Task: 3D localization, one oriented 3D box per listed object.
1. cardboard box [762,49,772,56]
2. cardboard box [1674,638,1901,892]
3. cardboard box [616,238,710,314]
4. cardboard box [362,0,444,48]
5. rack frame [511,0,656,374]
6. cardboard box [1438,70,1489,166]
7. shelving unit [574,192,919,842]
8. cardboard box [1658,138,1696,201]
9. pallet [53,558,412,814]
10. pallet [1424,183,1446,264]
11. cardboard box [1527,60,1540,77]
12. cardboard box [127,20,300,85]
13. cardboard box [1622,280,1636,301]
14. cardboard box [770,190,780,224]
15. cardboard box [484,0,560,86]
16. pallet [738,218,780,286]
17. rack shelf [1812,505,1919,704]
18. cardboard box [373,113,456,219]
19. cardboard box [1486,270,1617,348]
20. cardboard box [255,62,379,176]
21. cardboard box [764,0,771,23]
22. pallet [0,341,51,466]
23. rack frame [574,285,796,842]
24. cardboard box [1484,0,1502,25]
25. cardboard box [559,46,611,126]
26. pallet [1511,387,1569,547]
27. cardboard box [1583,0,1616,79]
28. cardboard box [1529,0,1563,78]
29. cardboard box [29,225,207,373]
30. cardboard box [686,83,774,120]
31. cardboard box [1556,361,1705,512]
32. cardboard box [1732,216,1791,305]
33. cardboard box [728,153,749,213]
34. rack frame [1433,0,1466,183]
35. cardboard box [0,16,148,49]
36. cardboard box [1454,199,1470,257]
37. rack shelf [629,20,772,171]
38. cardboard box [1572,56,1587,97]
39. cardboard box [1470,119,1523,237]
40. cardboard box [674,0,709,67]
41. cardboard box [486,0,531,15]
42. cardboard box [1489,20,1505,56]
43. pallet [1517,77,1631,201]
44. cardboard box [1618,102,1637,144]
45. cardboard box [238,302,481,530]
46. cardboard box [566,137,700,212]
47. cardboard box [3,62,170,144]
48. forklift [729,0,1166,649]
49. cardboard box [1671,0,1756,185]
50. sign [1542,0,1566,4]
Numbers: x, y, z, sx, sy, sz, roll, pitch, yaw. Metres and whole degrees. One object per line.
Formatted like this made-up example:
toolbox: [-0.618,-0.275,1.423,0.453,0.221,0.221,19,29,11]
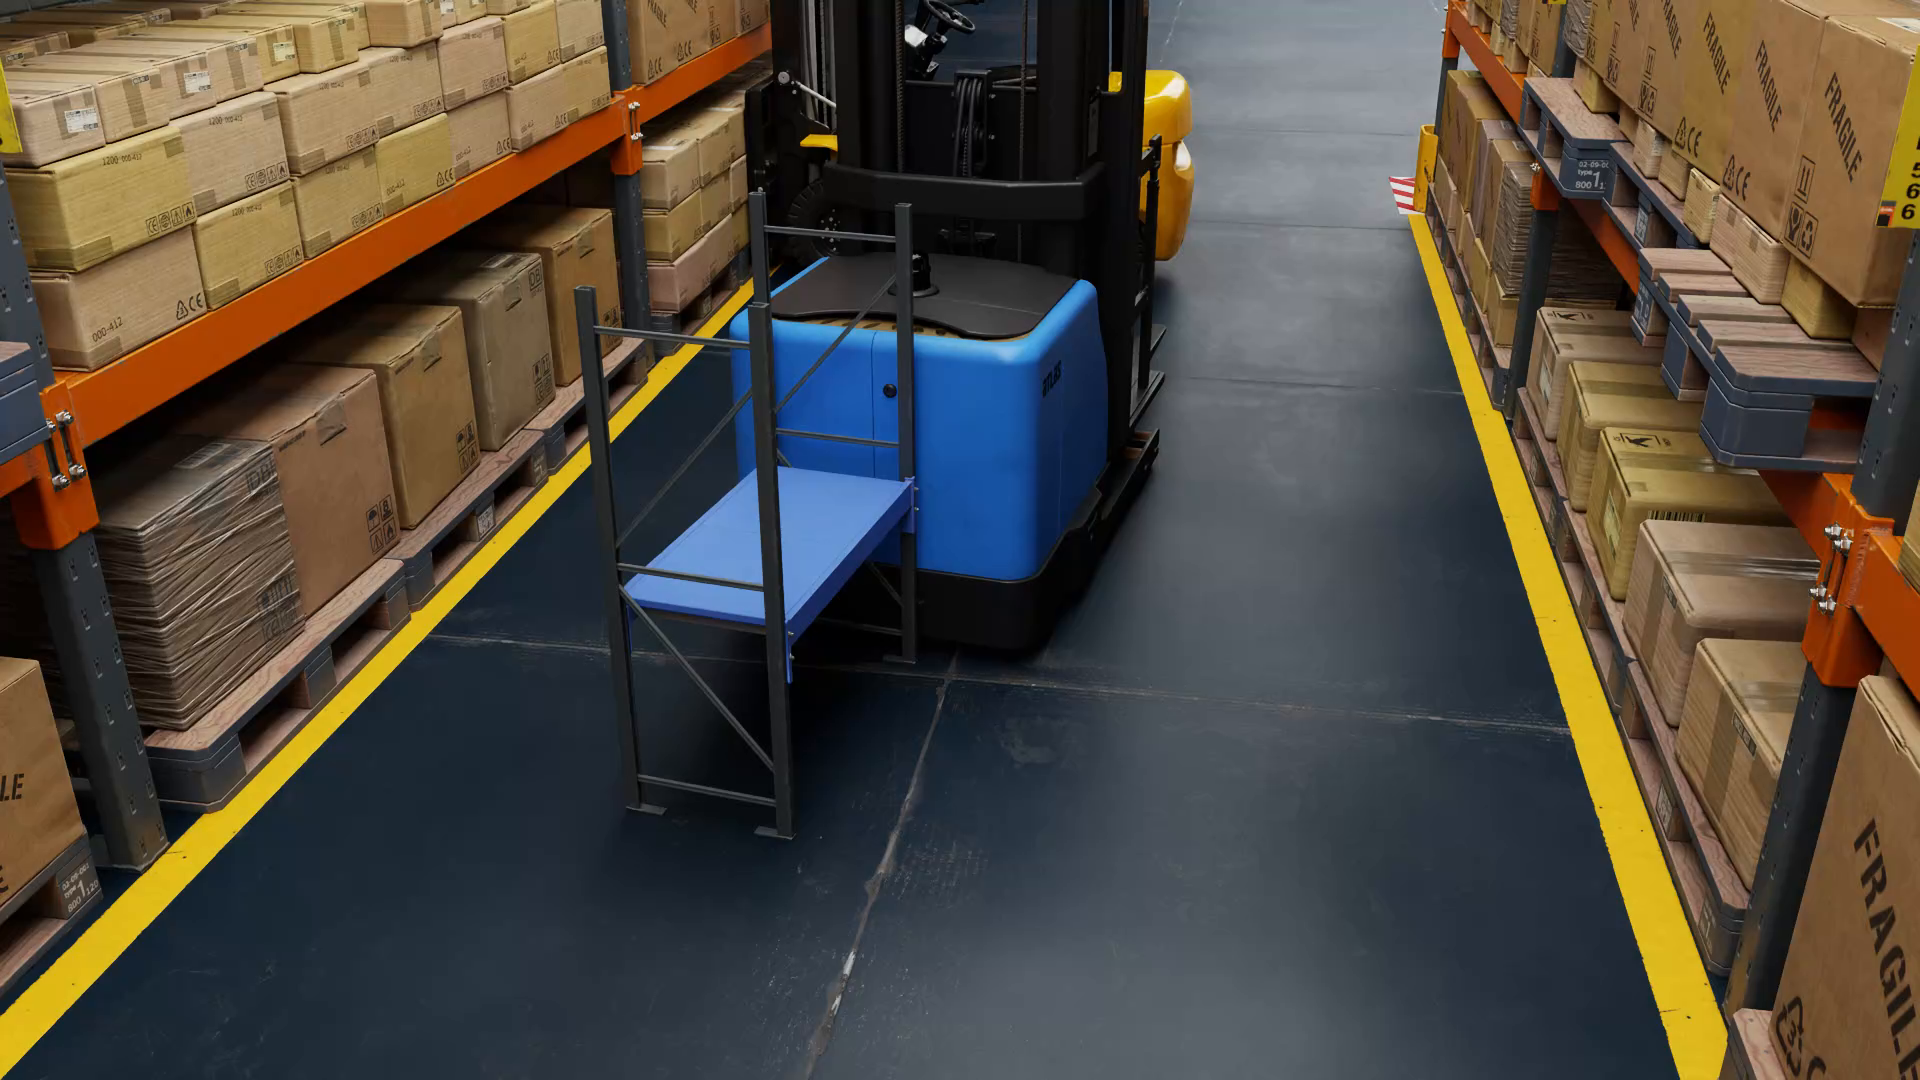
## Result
cardboard box: [-1.091,-3.069,10.837,0.500,0.250,0.500,5,26,10]
cardboard box: [2.369,0.567,4.104,0.950,0.372,0.625,2,25,5]
cardboard box: [-1.572,-1.337,8.316,0.500,0.250,0.500,4,25,9]
cardboard box: [-1.961,-1.741,5.547,0.380,0.149,0.250,3,25,7]
rack frame: [-1.977,-2.213,7.439,1.000,3.000,0.127,4,25,9]
cardboard box: [3.166,-2.499,9.915,0.500,0.500,0.500,3,25,7]
shelving unit: [-0.534,-0.106,4.706,0.538,1.500,1.048,8,26,16]
cardboard box: [2.263,-1.081,4.821,0.380,0.149,0.250,3,25,7]
pallet: [-2.458,0.382,5.185,1.003,0.211,1.213,4,25,9]
pallet: [3.394,-1.911,10.084,1.003,0.211,1.213,4,25,9]
cardboard box: [2.706,-2.017,7.317,0.380,0.149,0.250,5,25,10]
cardboard box: [-2.188,-1.430,4.883,0.380,0.149,0.250,4,25,9]
cardboard box: [3.283,-1.383,7.529,0.500,0.500,0.500,5,26,11]
cardboard box: [-1.333,-1.977,9.684,0.500,0.250,0.500,5,26,10]
cardboard box: [-1.882,-1.932,6.427,0.500,0.250,0.500,3,25,7]
pallet: [-1.609,-1.791,9.827,1.003,0.211,1.213,4,25,9]
rack shelf: [1.940,0.965,1.499,1.077,0.370,4.000,4,25,9]
cardboard box: [-2.067,-1.283,5.630,0.500,0.250,0.500,5,26,10]
cardboard box: [2.752,-1.081,7.769,0.500,0.250,0.500,5,26,11]
cardboard box: [-2.131,-1.294,5.063,0.500,0.250,0.500,3,25,7]
cardboard box: [-1.322,-3.276,9.593,0.500,0.500,0.500,4,25,8]
pallet: [-2.673,-0.164,3.289,1.213,0.211,1.003,4,25,9]
rack frame: [-0.689,0.100,4.268,0.500,1.500,0.032,8,26,16]
cardboard box: [2.984,-2.901,8.440,0.500,0.500,0.500,4,25,7]
cardboard box: [-1.802,-1.916,6.981,0.500,0.250,0.500,5,25,10]
pallet: [2.794,-0.282,6.602,1.003,0.211,1.213,4,25,9]
cardboard box: [2.479,-1.855,5.710,0.500,0.500,0.500,4,25,9]
cardboard box: [2.747,-2.253,7.057,0.500,0.500,0.500,3,25,7]
cardboard box: [-2.317,-0.640,4.257,0.500,0.250,0.500,4,25,9]
cardboard box: [-1.332,-2.432,9.476,0.500,0.250,0.500,4,25,7]
cardboard box: [2.723,-0.350,6.063,0.950,0.372,0.625,6,26,12]
cardboard box: [2.057,-0.653,3.907,0.380,0.149,0.250,4,25,8]
cardboard box: [-1.420,-1.985,9.111,0.500,0.250,0.500,4,25,8]
rack frame: [3.574,-3.543,10.281,1.000,3.000,0.127,4,25,9]
cardboard box: [-2.652,-1.461,4.951,0.380,0.149,0.250,4,25,8]
cardboard box: [3.002,-1.728,9.151,0.500,0.250,0.500,6,26,12]
rack shelf: [-1.651,-2.723,9.378,1.077,0.370,4.000,4,25,9]
cardboard box: [2.518,-1.737,6.224,0.380,0.149,0.250,4,25,9]
cardboard box: [2.916,-1.847,8.521,0.500,0.500,0.500,5,26,11]
cardboard box: [-1.579,-2.644,8.243,0.500,0.500,0.500,4,25,9]
cardboard box: [-1.843,-2.066,6.243,0.380,0.149,0.250,3,25,7]
cardboard box: [2.912,-2.552,8.460,0.380,0.149,0.250,4,25,9]
pallet: [2.652,-1.474,6.086,1.003,0.211,1.213,4,25,9]
cardboard box: [2.414,-1.405,5.514,0.380,0.149,0.250,4,25,9]
cardboard box: [-2.307,-0.470,6.021,0.875,0.625,0.625,3,25,6]
cardboard box: [-1.589,-1.791,8.106,0.500,0.250,0.500,4,25,8]
cardboard box: [-2.246,-1.103,4.186,0.380,0.149,0.250,5,25,10]
forklift: [0.191,-1.579,6.166,1.130,2.935,3.031,8,26,16]
cardboard box: [2.221,-1.205,4.322,0.500,0.500,0.500,2,25,5]
sign: [2.384,-2.297,6.597,0.100,0.325,0.005,4,25,9]
